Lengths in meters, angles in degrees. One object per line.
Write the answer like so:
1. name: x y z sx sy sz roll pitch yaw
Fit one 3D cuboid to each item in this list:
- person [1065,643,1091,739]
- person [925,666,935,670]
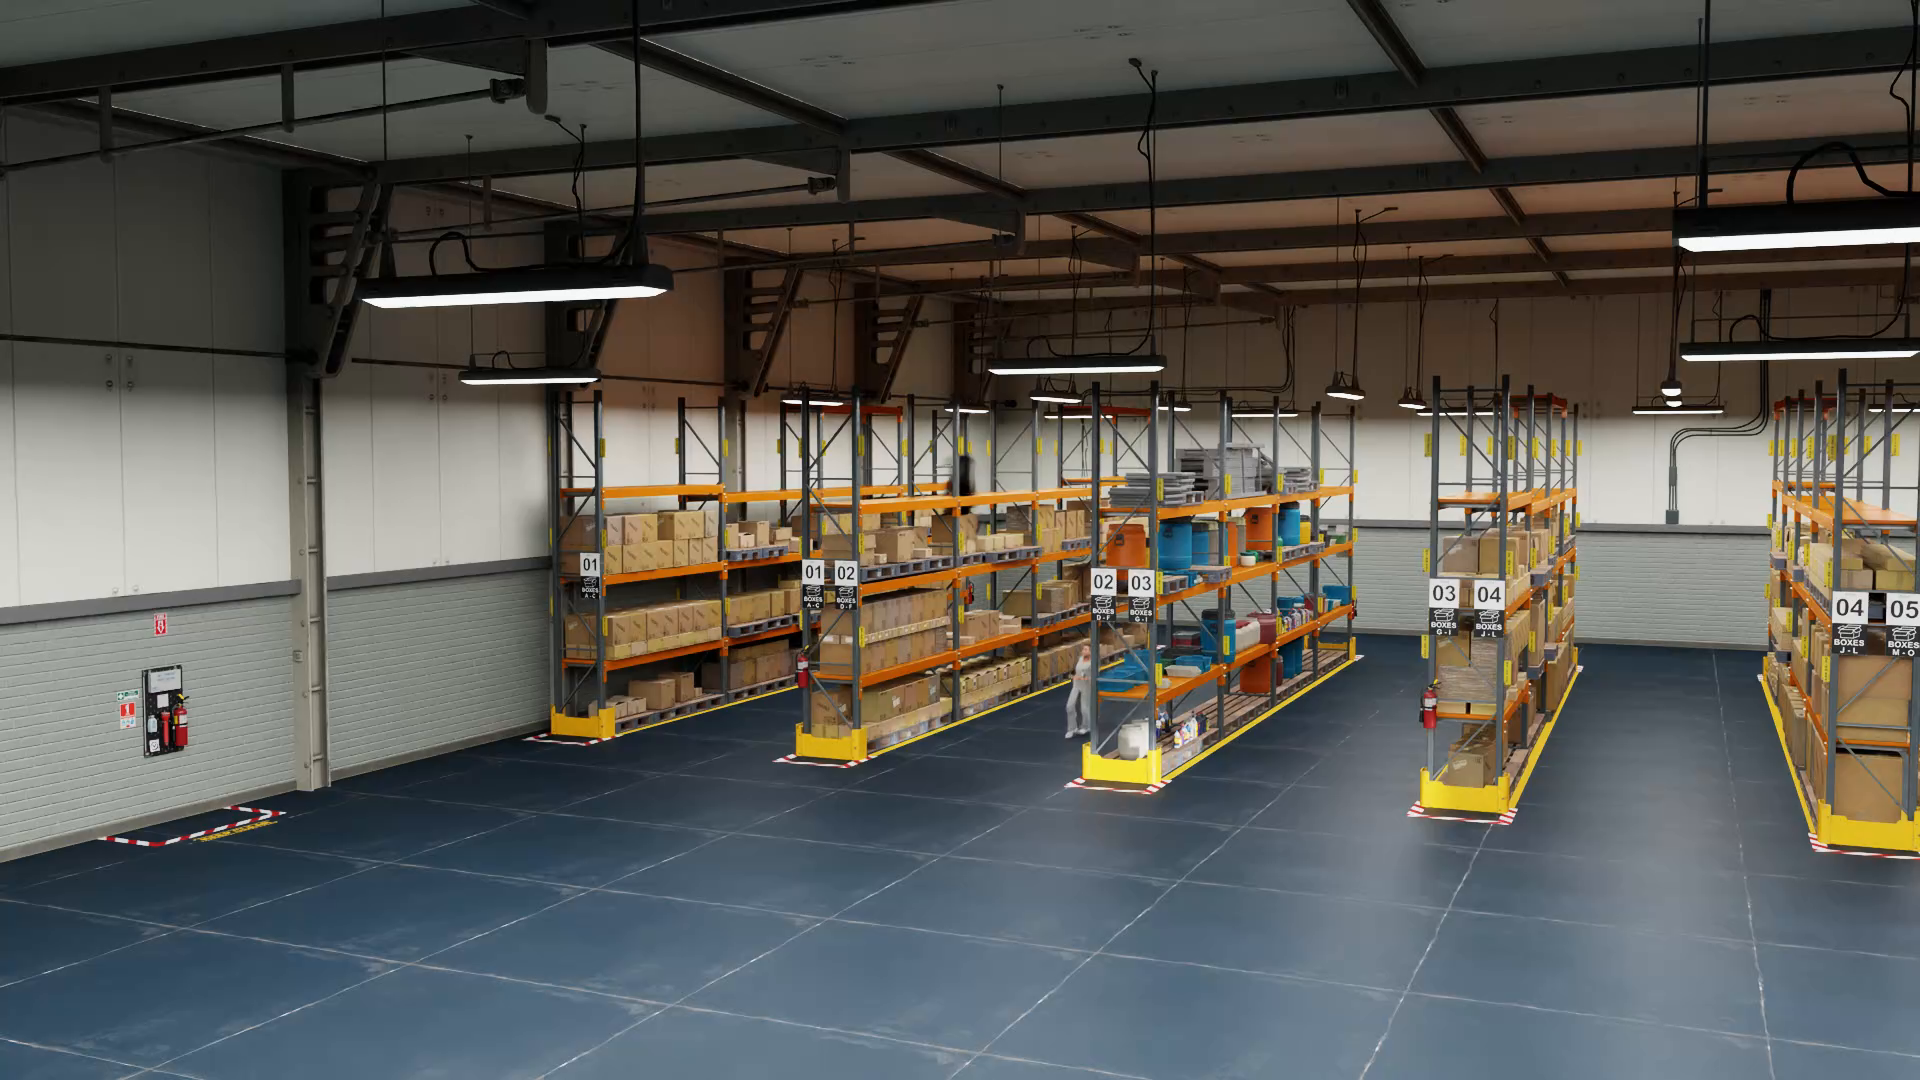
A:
1. person: 2.175 2.608 28.691 0.609 1.705 0.669 2 4 35
2. person: -0.708 2.049 37.495 0.688 1.791 0.765 1 3 11
